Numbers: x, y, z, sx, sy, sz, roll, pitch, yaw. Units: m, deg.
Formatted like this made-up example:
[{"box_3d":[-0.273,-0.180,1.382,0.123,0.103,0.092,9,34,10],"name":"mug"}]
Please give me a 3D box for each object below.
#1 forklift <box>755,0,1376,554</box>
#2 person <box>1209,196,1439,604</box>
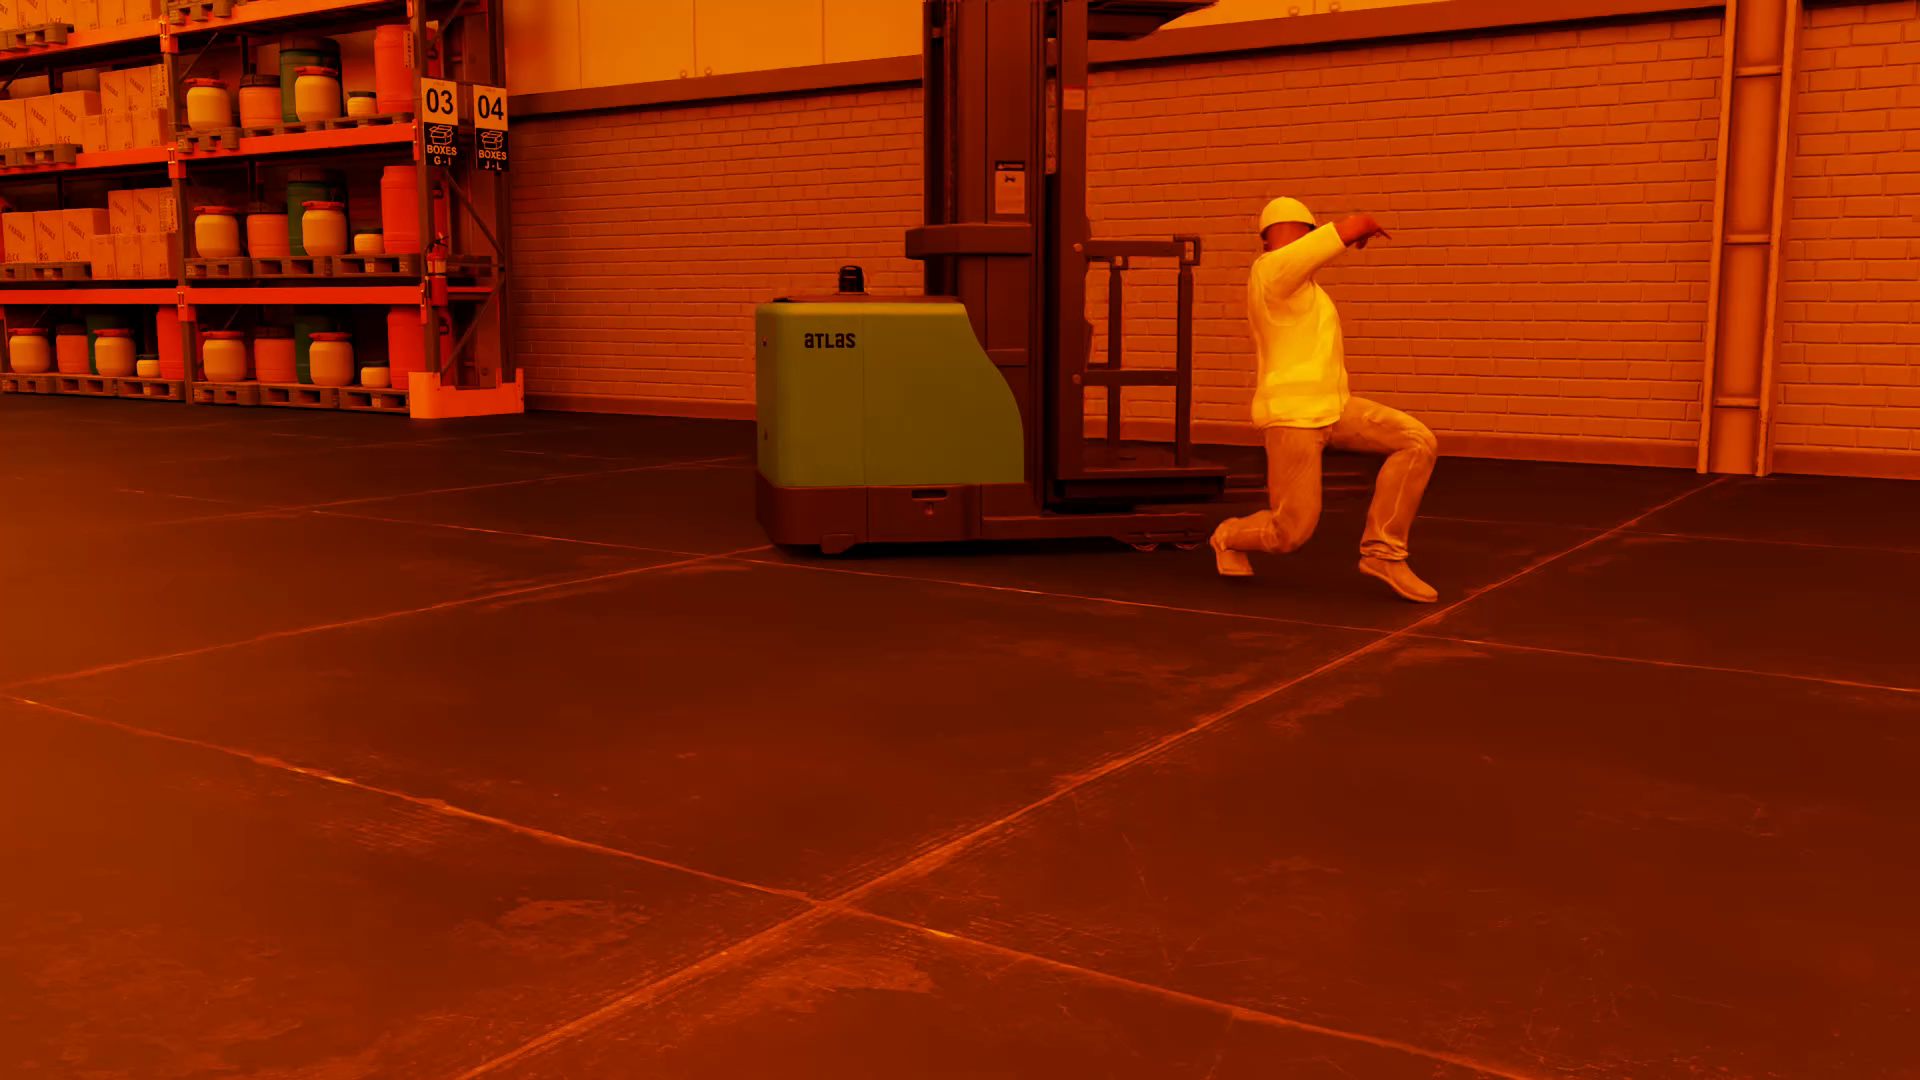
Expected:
[{"box_3d":[0.608,-1.473,7.552,3.031,2.935,1.130,-2,8,-12],"name":"forklift"},{"box_3d":[1.474,-0.563,6.341,0.962,1.465,1.002,6,10,37],"name":"person"}]
